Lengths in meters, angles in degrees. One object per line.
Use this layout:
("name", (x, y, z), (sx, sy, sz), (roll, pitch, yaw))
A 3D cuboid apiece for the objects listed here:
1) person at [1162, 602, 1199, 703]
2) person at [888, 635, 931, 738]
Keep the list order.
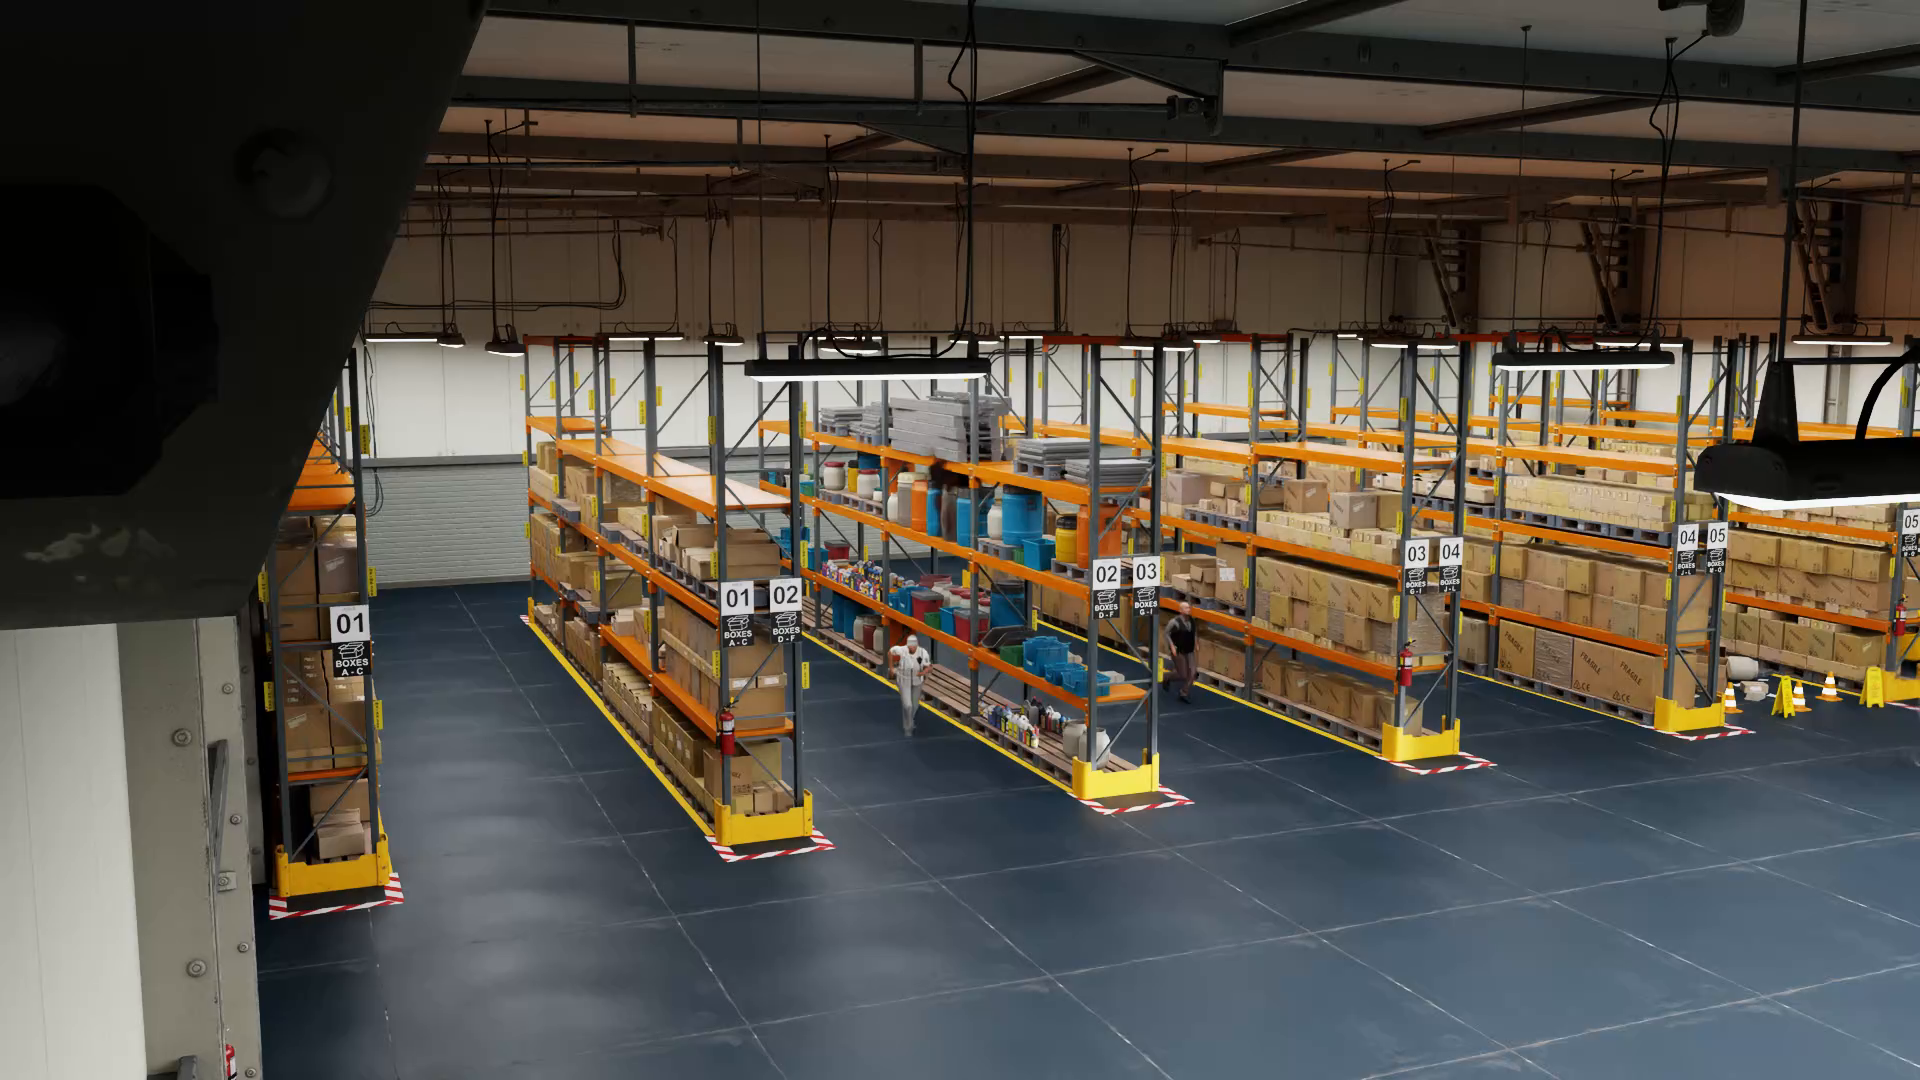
("person", (3.662, 1.850, 27.643), (0.667, 1.680, 0.623), (-5, 9, -35))
("person", (-0.772, 2.225, 25.347), (0.631, 1.670, 0.911), (-1, 8, -8))
